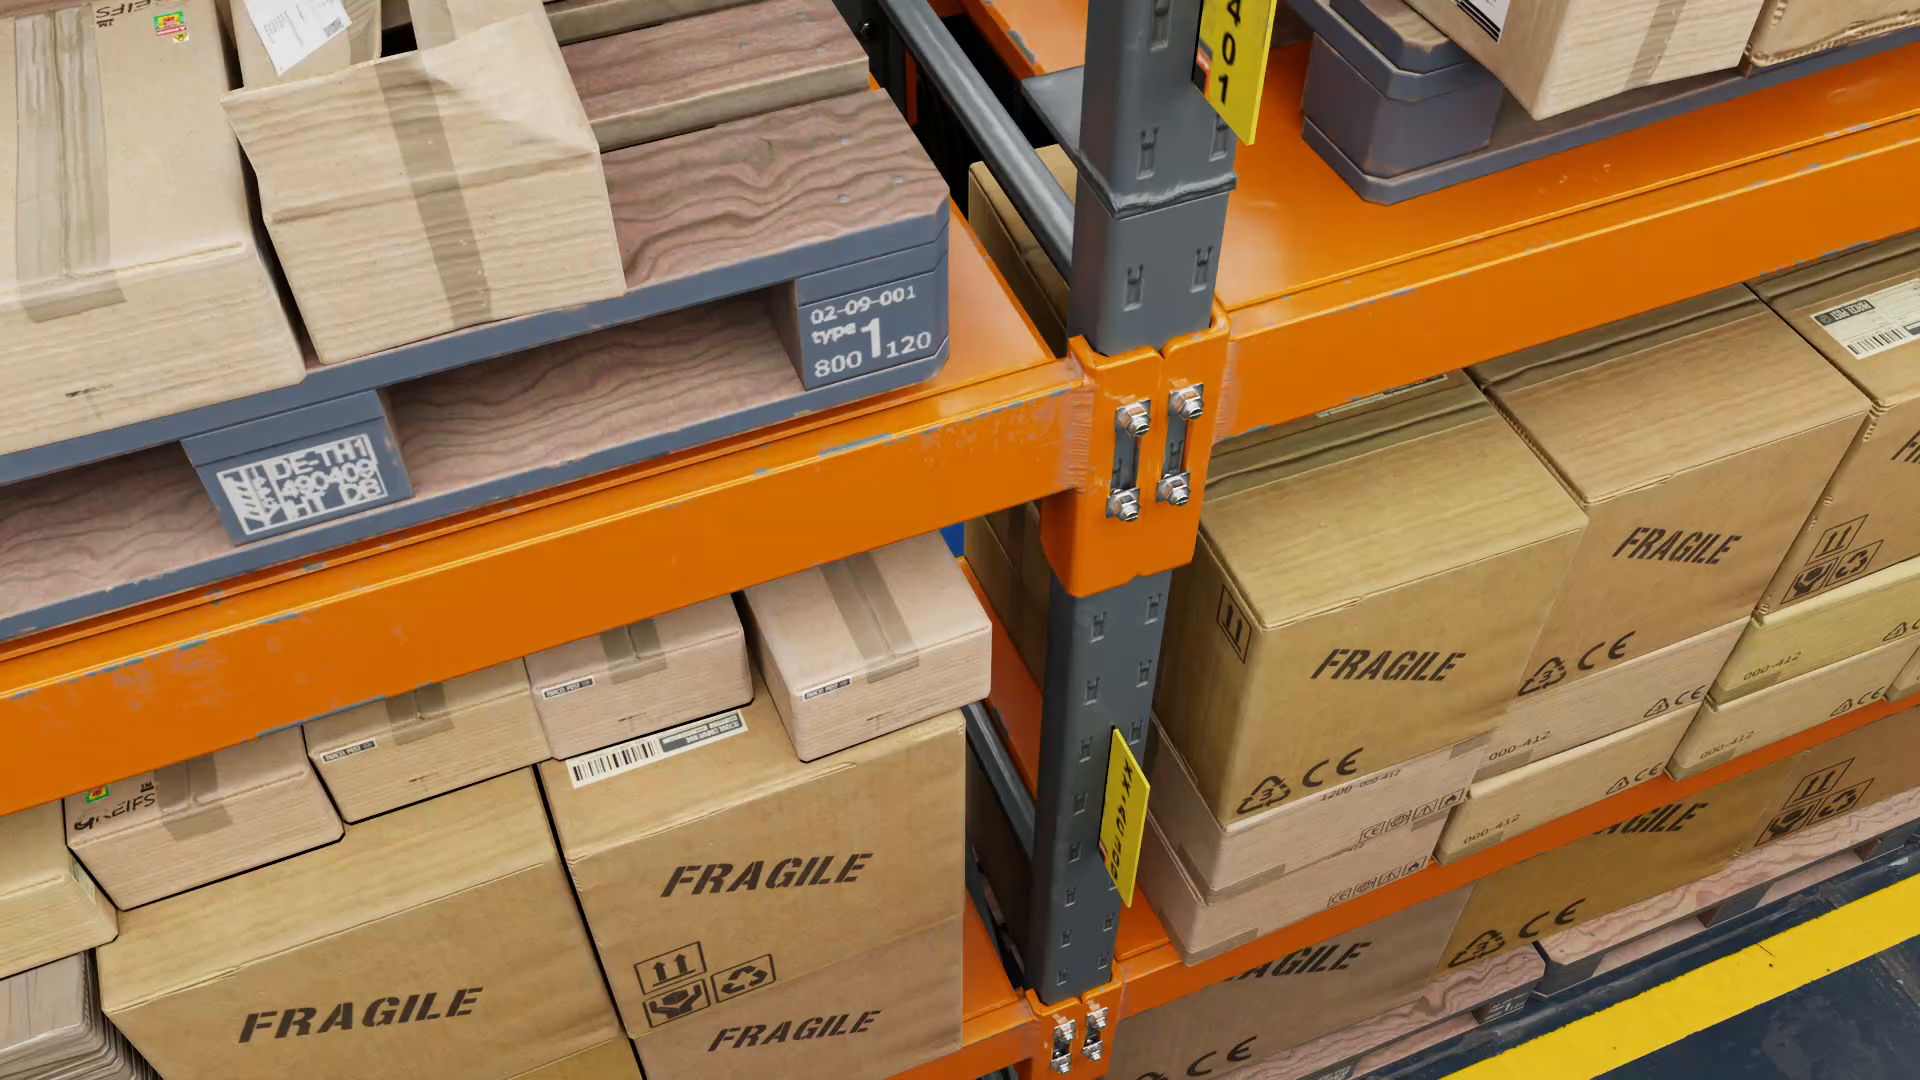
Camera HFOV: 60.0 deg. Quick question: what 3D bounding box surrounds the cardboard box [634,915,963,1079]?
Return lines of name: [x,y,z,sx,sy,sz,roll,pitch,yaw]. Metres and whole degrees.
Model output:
cardboard box: [-0.318,0.590,2.700,0.500,0.500,0.500,-17,51,-14]

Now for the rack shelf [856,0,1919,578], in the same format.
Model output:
rack shelf: [1.866,-1.006,2.634,4.000,0.370,1.077,-17,52,-14]

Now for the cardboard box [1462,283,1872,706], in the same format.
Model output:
cardboard box: [0.991,-0.138,2.666,0.500,0.500,0.500,-17,52,-14]

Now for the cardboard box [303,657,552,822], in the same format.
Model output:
cardboard box: [-0.670,0.117,2.020,0.250,0.149,0.380,-17,51,-14]

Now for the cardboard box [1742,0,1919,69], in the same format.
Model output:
cardboard box: [0.940,-0.886,1.713,0.500,0.500,0.500,-18,52,-15]

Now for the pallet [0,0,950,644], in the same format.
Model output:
pallet: [-0.747,-0.411,1.707,1.213,0.211,1.003,-17,52,-14]

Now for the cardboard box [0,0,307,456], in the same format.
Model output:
cardboard box: [-0.700,-0.271,1.351,0.250,0.149,0.380,-16,51,-13]

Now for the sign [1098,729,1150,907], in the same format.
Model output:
sign: [0.226,0.392,2.313,0.005,0.325,0.100,-17,52,-14]

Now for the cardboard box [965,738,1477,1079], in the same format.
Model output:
cardboard box: [0.559,0.632,3.854,0.875,0.875,0.875,-16,51,-13]

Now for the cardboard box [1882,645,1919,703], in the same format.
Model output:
cardboard box: [1.947,-0.004,3.375,0.500,0.250,0.500,-18,52,-15]

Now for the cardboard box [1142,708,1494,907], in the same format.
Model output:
cardboard box: [0.529,0.268,2.812,0.500,0.250,0.500,-19,52,-15]

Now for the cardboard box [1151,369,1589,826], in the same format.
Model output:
cardboard box: [0.531,0.028,2.524,0.500,0.500,0.500,-17,51,-14]

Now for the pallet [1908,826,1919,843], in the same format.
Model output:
pallet: [2.959,0.245,4.901,1.213,0.211,1.003,-17,52,-14]

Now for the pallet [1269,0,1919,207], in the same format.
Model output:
pallet: [0.845,-0.902,2.197,1.217,0.209,0.805,-19,52,-16]

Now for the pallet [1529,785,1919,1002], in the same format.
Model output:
pallet: [1.832,0.592,4.603,1.213,0.211,1.003,-17,52,-14]

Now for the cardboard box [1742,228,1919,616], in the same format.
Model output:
cardboard box: [1.457,-0.280,2.788,0.500,0.500,0.500,-18,52,-15]

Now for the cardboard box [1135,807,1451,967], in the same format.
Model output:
cardboard box: [0.522,0.418,3.012,0.500,0.250,0.500,-18,52,-15]

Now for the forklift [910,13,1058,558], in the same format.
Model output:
forklift: [-0.446,-1.287,4.423,3.031,2.935,1.130,37,58,27]

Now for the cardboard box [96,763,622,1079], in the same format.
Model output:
cardboard box: [-0.790,0.421,2.186,0.500,0.500,0.500,-18,52,-15]

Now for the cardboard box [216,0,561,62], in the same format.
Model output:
cardboard box: [-0.609,-0.848,1.615,0.500,0.500,0.500,-16,51,-14]

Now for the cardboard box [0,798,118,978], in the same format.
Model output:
cardboard box: [-1.115,0.299,1.864,0.250,0.149,0.380,-18,52,-15]

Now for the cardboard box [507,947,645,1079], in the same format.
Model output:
cardboard box: [-0.792,0.742,2.570,0.500,0.500,0.500,-18,52,-15]

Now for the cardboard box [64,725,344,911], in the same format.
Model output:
cardboard box: [-0.897,0.202,1.947,0.250,0.149,0.380,-18,52,-15]

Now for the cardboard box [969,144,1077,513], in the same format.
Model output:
cardboard box: [0.333,-0.353,2.851,0.500,0.500,0.500,-16,51,-13]

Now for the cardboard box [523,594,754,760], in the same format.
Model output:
cardboard box: [-0.435,0.052,2.076,0.250,0.149,0.380,-16,51,-13]

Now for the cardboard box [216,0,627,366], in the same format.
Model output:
cardboard box: [-0.455,-0.385,1.372,0.258,0.266,0.396,-16,51,-13]

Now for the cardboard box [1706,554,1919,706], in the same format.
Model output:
cardboard box: [1.478,-0.027,3.065,0.500,0.250,0.500,-17,51,-14]

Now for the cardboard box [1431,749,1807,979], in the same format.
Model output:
cardboard box: [1.392,0.367,4.081,0.875,0.875,0.875,-16,51,-13]

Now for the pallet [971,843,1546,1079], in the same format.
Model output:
pallet: [0.701,0.945,4.300,1.213,0.211,1.003,-17,52,-14]

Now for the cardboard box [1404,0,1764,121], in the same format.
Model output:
cardboard box: [0.610,-0.658,1.672,0.258,0.266,0.396,-18,52,-15]

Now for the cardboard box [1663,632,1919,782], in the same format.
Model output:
cardboard box: [1.481,0.133,3.257,0.500,0.250,0.500,-18,52,-15]

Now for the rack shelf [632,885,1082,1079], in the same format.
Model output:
rack shelf: [-1.837,1.118,2.787,4.000,0.370,1.077,-17,52,-14]

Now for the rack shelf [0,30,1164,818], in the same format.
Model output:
rack shelf: [-1.837,0.141,1.649,4.000,0.370,1.077,-17,52,-14]

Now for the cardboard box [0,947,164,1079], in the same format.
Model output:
cardboard box: [-1.258,0.574,2.055,0.500,0.500,0.500,-17,51,-14]

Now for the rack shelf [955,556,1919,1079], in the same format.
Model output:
rack shelf: [1.866,-0.029,3.772,4.000,0.370,1.077,-17,52,-14]

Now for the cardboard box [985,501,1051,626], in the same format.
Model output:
cardboard box: [0.331,-0.101,3.129,0.500,0.250,0.500,-17,52,-14]

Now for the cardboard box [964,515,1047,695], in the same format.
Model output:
cardboard box: [0.335,0.053,3.326,0.500,0.250,0.500,-18,52,-15]

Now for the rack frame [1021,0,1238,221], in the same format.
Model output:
rack frame: [0.015,-1.644,0.730,0.127,3.000,1.000,-17,52,-14]

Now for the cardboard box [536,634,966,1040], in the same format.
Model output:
cardboard box: [-0.318,0.281,2.306,0.500,0.500,0.500,-18,52,-15]

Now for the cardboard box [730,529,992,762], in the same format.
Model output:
cardboard box: [-0.150,0.052,2.075,0.250,0.149,0.380,-18,52,-15]

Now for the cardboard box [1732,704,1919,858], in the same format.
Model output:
cardboard box: [2.220,0.111,4.301,0.875,0.875,0.875,-17,51,-14]

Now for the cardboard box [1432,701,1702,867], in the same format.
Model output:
cardboard box: [1.000,0.269,3.141,0.500,0.250,0.500,-18,52,-15]

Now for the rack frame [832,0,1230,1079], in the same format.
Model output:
rack frame: [0.015,0.310,3.006,0.127,3.000,1.000,-17,52,-14]

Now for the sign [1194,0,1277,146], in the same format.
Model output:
sign: [0.226,-0.472,1.308,0.005,0.325,0.100,-17,52,-14]

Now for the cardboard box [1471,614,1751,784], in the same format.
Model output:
cardboard box: [1.001,0.099,2.957,0.500,0.250,0.500,-16,51,-14]
